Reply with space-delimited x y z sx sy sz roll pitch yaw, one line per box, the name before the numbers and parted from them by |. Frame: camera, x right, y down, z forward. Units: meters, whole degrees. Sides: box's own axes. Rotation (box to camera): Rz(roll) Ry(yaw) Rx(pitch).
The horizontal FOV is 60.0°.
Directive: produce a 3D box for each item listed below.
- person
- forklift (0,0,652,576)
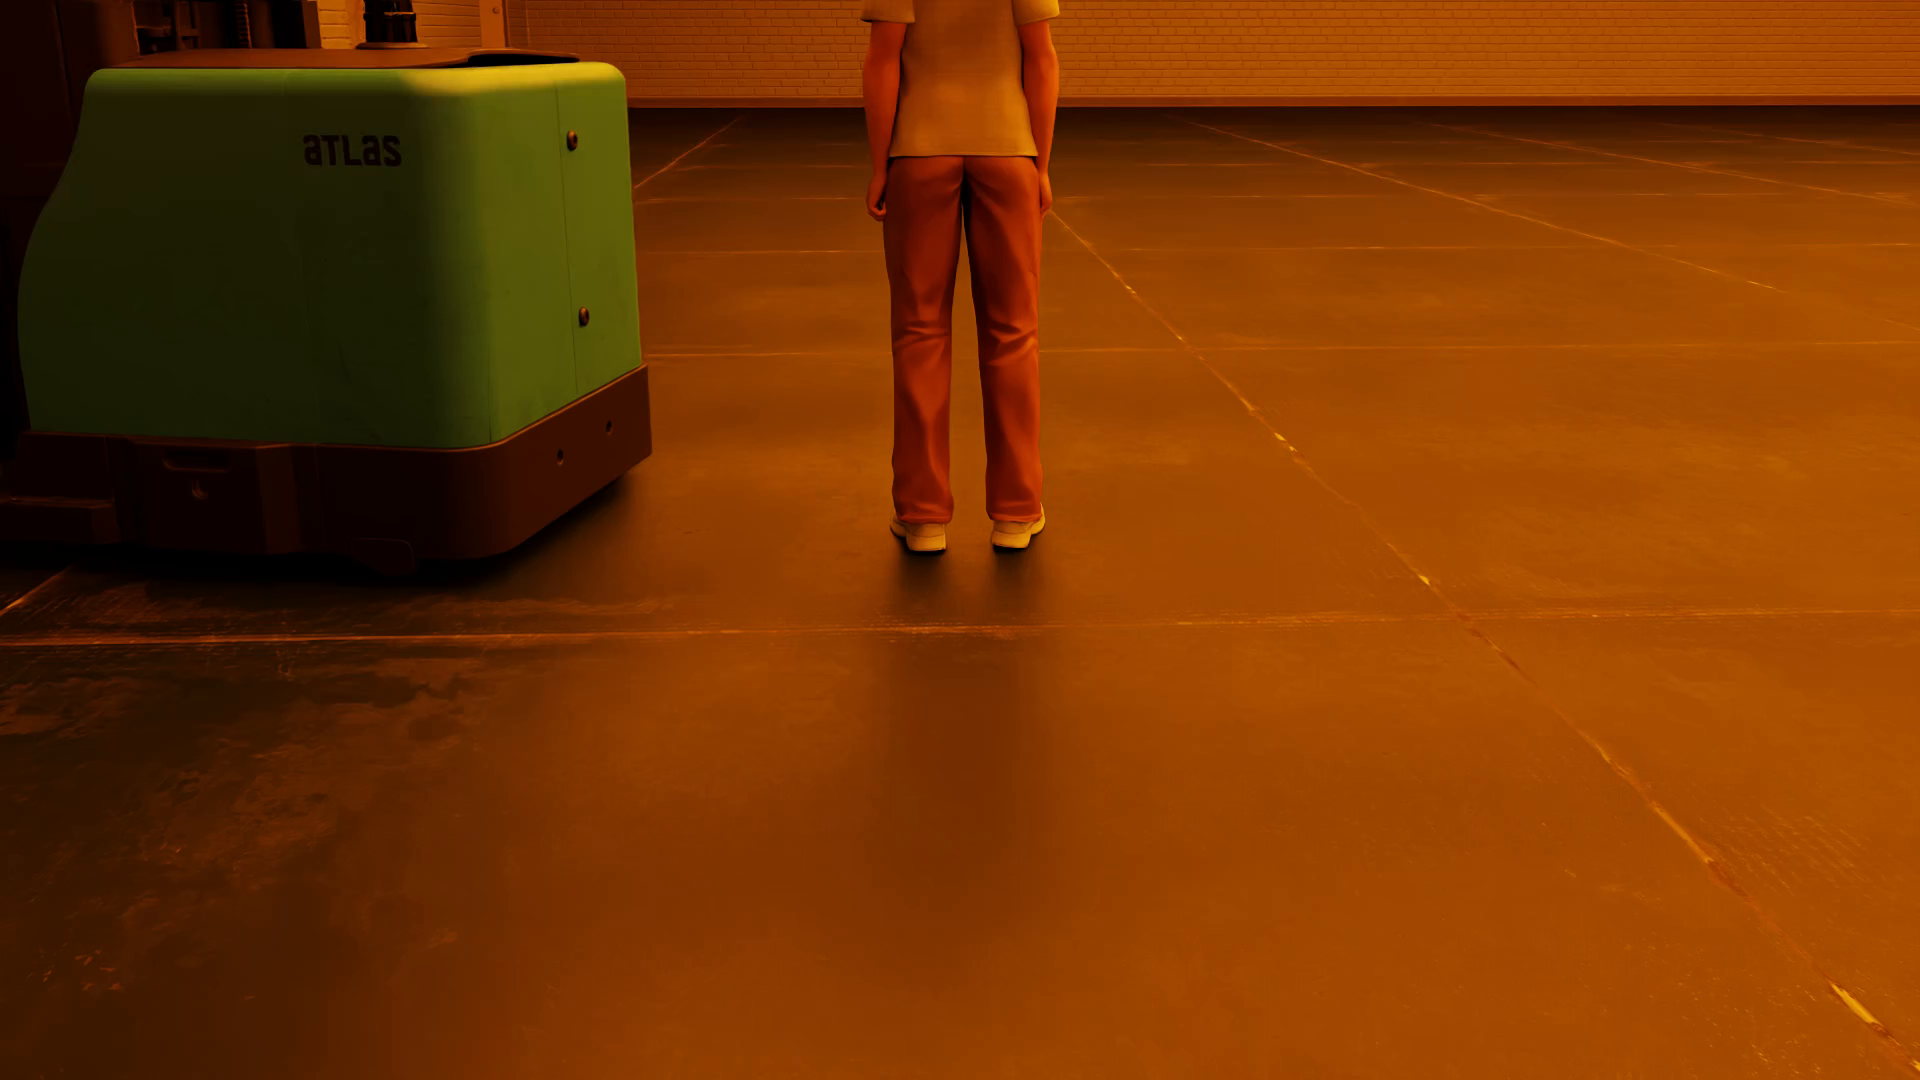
person | -0.001 -0.797 3.670 0.427 1.671 0.389 -1 17 -3
forklift | -2.385 -1.513 3.853 3.031 2.935 1.130 3 17 10
